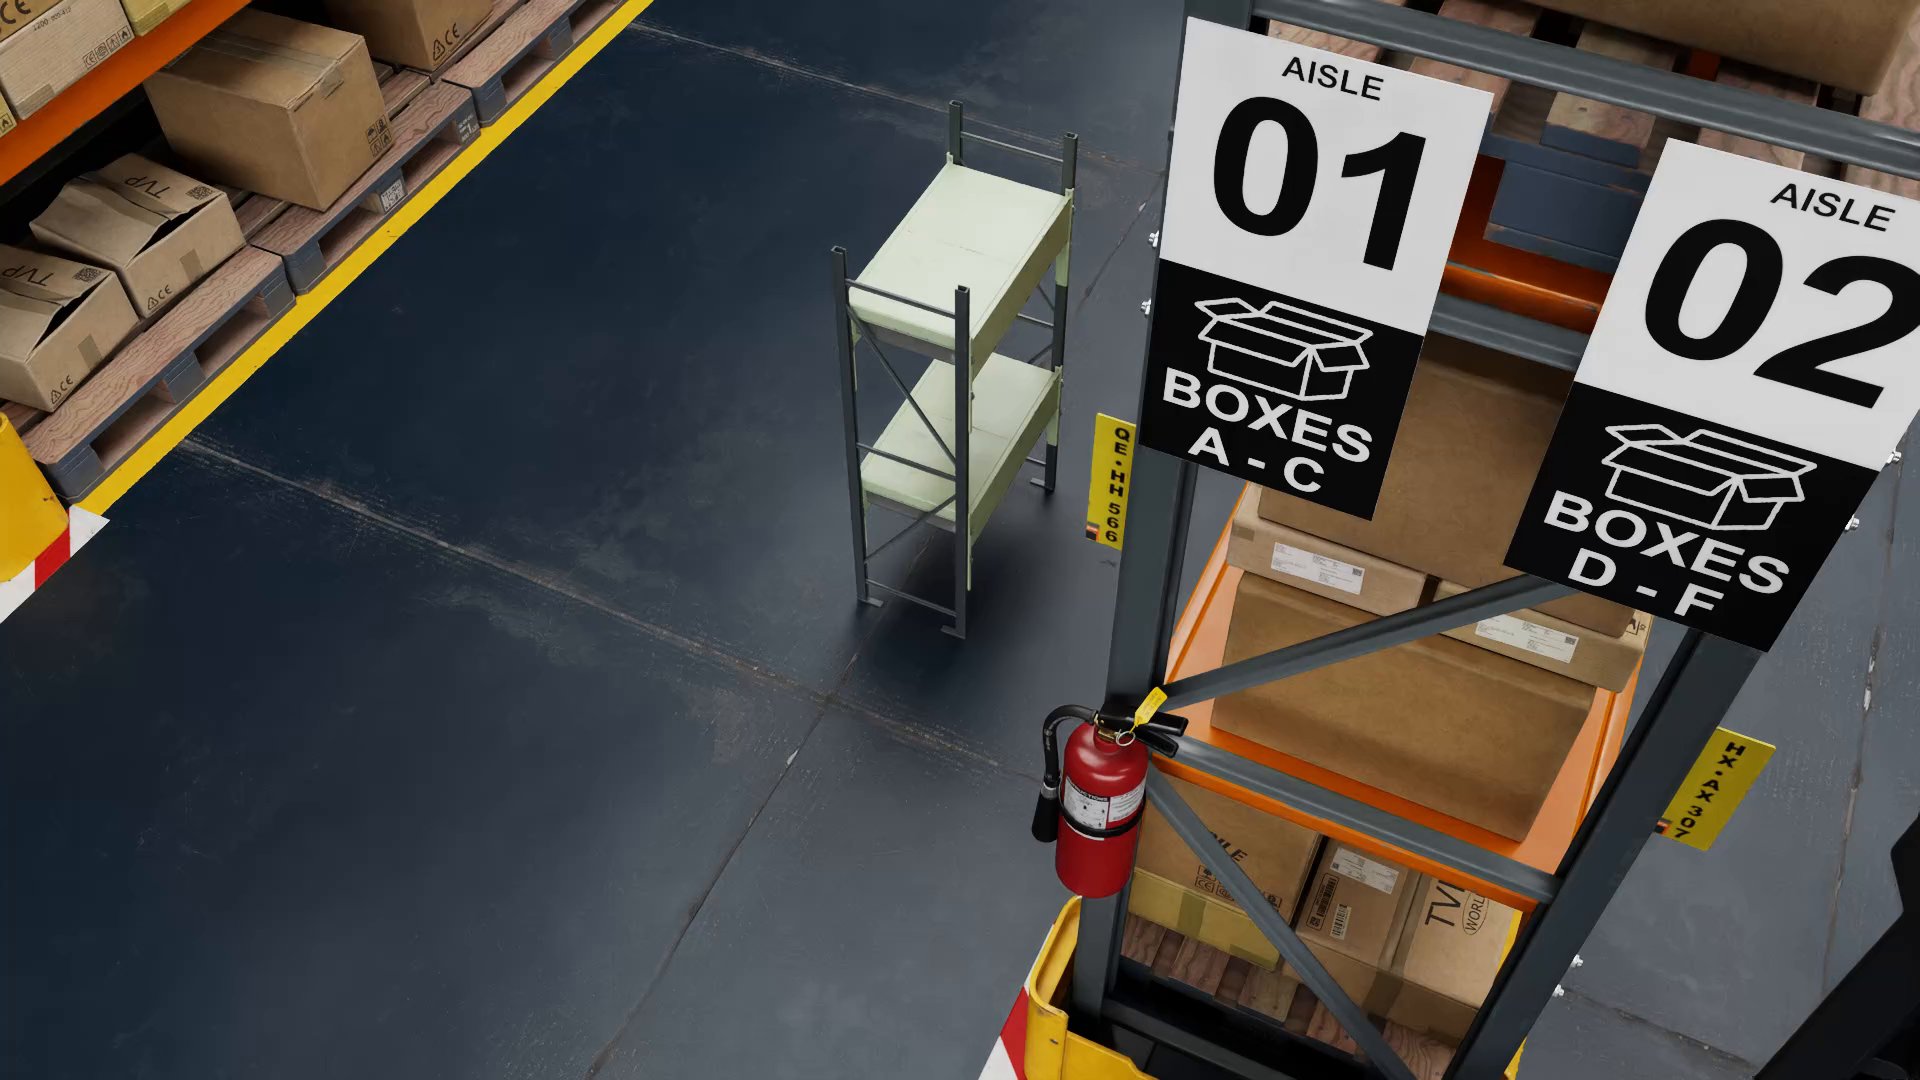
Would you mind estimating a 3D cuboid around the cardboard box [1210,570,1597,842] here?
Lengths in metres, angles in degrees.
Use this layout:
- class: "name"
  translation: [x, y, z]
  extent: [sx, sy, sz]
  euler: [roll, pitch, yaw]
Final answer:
- class: "cardboard box"
  translation: [0.974, 0.194, 3.550]
  extent: [0.700, 0.500, 0.500]
  euler: [20, 52, 16]

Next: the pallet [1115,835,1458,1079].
- class: "pallet"
  translation: [1.052, 0.907, 4.840]
  extent: [1.003, 0.211, 1.213]
  euler: [20, 52, 16]

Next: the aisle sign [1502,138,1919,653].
- class: "aisle sign"
  translation: [1.012, -0.154, 2.205]
  extent: [0.394, 0.787, 0.004]
  euler: [20, 52, 16]

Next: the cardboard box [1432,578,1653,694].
- class: "cardboard box"
  translation: [1.126, 0.101, 3.203]
  extent: [0.380, 0.149, 0.250]
  euler: [19, 52, 16]

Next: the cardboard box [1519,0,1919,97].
- class: "cardboard box"
  translation: [1.013, -1.038, 2.259]
  extent: [0.797, 0.503, 0.637]
  euler: [23, 53, 18]

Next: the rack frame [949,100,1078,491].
- class: "rack frame"
  translation: [0.154, -0.733, 5.389]
  extent: [0.400, 1.500, 0.023]
  euler: [20, 52, 16]

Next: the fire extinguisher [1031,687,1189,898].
- class: "fire extinguisher"
  translation: [0.293, 0.499, 3.407]
  extent: [0.296, 0.674, 0.183]
  euler: [20, 52, 16]

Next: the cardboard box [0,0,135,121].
- class: "cardboard box"
  translation: [-3.013, -1.618, 5.243]
  extent: [0.500, 0.250, 0.500]
  euler: [18, 52, 15]

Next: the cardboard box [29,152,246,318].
- class: "cardboard box"
  translation: [-3.097, -1.177, 6.258]
  extent: [0.500, 0.311, 0.500]
  euler: [24, 54, 19]

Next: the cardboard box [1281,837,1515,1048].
- class: "cardboard box"
  translation: [1.194, 1.002, 4.458]
  extent: [0.500, 0.250, 0.500]
  euler: [20, 52, 16]

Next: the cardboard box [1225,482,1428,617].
- class: "cardboard box"
  translation: [0.754, -0.024, 3.309]
  extent: [0.380, 0.149, 0.250]
  euler: [19, 52, 15]

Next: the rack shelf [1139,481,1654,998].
- class: "rack shelf"
  translation: [1.618, -0.600, 4.764]
  extent: [1.077, 0.370, 4.000]
  euler: [20, 52, 16]

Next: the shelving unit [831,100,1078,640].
- class: "shelving unit"
  translation: [-0.003, -0.481, 5.175]
  extent: [0.431, 1.500, 0.755]
  euler: [20, 52, 16]

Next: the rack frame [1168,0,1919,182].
- class: "rack frame"
  translation: [0.763, -1.401, 1.033]
  extent: [1.000, 3.000, 0.127]
  euler: [20, 52, 16]

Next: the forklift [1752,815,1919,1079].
- class: "forklift"
  translation: [1.907, 1.338, 2.687]
  extent: [3.031, 2.935, 1.130]
  euler: [-11, 51, -9]

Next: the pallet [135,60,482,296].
- class: "pallet"
  translation: [-2.783, -1.599, 6.972]
  extent: [1.003, 0.211, 1.213]
  euler: [20, 52, 16]

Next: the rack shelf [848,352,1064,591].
- class: "rack shelf"
  translation: [-0.003, -0.270, 5.423]
  extent: [0.431, 0.370, 0.720]
  euler: [20, 52, 16]

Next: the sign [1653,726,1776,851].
- class: "sign"
  translation: [1.263, 0.422, 2.801]
  extent: [0.100, 0.325, 0.005]
  euler: [20, 52, 16]

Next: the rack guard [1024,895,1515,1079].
- class: "rack guard"
  translation: [0.753, 1.370, 4.256]
  extent: [1.175, 0.500, 0.348]
  euler: [20, 52, 16]

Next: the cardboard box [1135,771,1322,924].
- class: "cardboard box"
  translation: [0.723, 0.589, 4.316]
  extent: [0.500, 0.500, 0.500]
  euler: [20, 52, 16]

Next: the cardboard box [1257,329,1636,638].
- class: "cardboard box"
  translation: [0.997, -0.263, 3.087]
  extent: [0.700, 0.500, 0.500]
  euler: [20, 52, 16]

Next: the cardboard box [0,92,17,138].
- class: "cardboard box"
  translation: [-3.222, -1.256, 4.935]
  extent: [0.500, 0.250, 0.500]
  euler: [18, 52, 15]

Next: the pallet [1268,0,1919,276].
- class: "pallet"
  translation: [1.089, -0.878, 2.616]
  extent: [1.003, 0.211, 1.213]
  euler: [20, 52, 16]

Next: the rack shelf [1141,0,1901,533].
- class: "rack shelf"
  translation: [1.618, -1.573, 3.621]
  extent: [1.077, 0.370, 4.000]
  euler: [20, 52, 16]

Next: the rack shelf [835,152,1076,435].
- class: "rack shelf"
  translation: [-0.003, -0.734, 4.878]
  extent: [0.431, 0.370, 0.720]
  euler: [20, 52, 16]

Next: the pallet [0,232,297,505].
- class: "pallet"
  translation: [-3.306, -0.762, 6.260]
  extent: [1.003, 0.211, 1.213]
  euler: [20, 52, 16]

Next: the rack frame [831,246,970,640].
- class: "rack frame"
  translation: [-0.159, -0.229, 4.960]
  extent: [0.400, 1.500, 0.023]
  euler: [20, 52, 16]

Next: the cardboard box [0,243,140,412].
- class: "cardboard box"
  translation: [-3.340, -0.784, 5.924]
  extent: [0.500, 0.311, 0.500]
  euler: [14, 51, 12]

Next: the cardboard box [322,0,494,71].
- class: "cardboard box"
  translation: [-2.415, -2.425, 7.196]
  extent: [0.500, 0.500, 0.500]
  euler: [16, 52, 13]

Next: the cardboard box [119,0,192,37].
- class: "cardboard box"
  translation: [-2.790, -1.967, 5.540]
  extent: [0.500, 0.250, 0.500]
  euler: [19, 52, 16]

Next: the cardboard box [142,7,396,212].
- class: "cardboard box"
  translation: [-2.738, -1.727, 6.602]
  extent: [0.700, 0.500, 0.500]
  euler: [17, 52, 14]

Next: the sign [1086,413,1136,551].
- class: "sign"
  translation: [0.279, -0.095, 2.945]
  extent: [0.100, 0.325, 0.005]
  euler: [20, 52, 16]

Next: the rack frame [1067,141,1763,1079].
- class: "rack frame"
  translation: [0.763, 0.544, 3.318]
  extent: [1.000, 3.000, 0.127]
  euler: [20, 52, 16]

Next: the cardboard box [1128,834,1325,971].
- class: "cardboard box"
  translation: [0.725, 0.833, 4.601]
  extent: [0.500, 0.250, 0.500]
  euler: [20, 52, 16]

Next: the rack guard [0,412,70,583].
- class: "rack guard"
  translation: [-3.685, -0.308, 5.684]
  extent: [1.175, 0.500, 0.348]
  euler: [20, 52, 16]

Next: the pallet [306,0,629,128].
- class: "pallet"
  translation: [-2.263, -2.442, 7.690]
  extent: [1.003, 0.211, 1.213]
  euler: [20, 52, 16]

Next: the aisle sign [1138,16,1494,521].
- class: "aisle sign"
  translation: [0.470, -0.349, 2.371]
  extent: [0.394, 0.787, 0.004]
  euler: [20, 52, 16]
